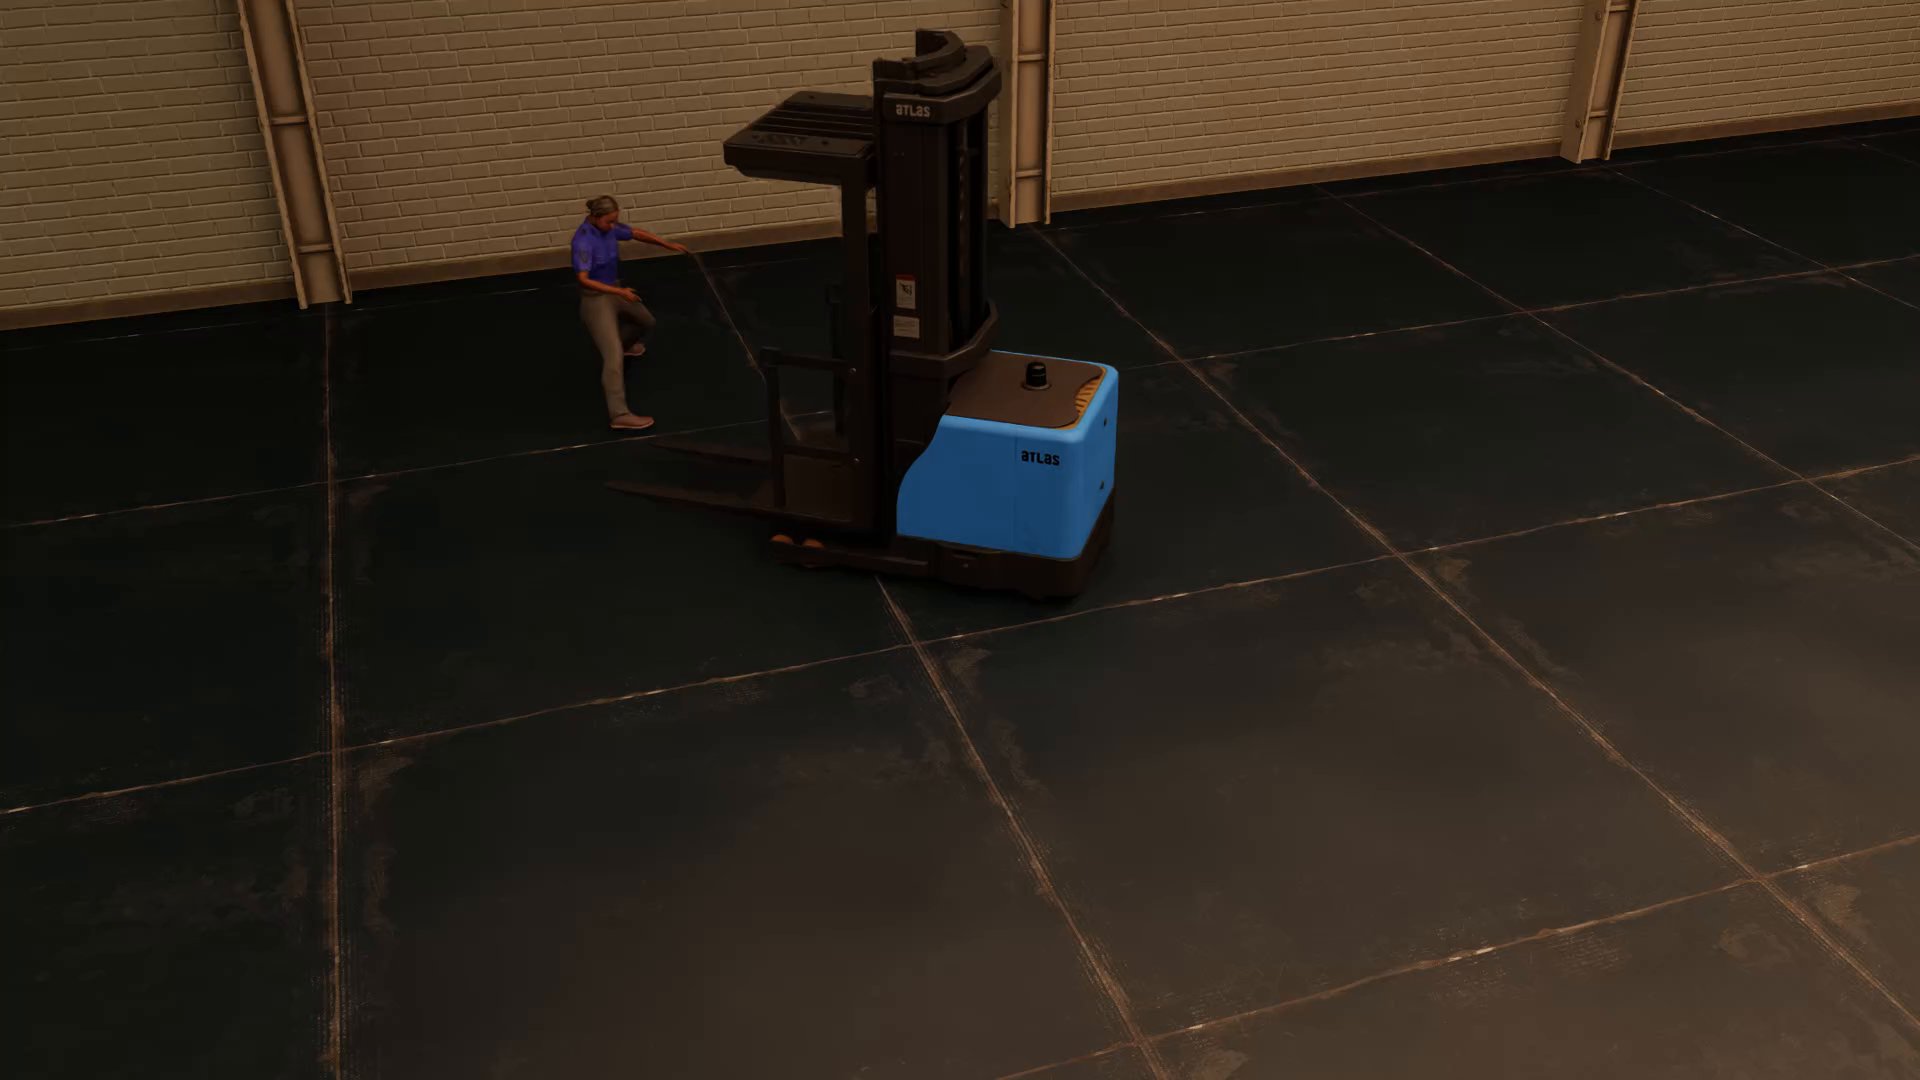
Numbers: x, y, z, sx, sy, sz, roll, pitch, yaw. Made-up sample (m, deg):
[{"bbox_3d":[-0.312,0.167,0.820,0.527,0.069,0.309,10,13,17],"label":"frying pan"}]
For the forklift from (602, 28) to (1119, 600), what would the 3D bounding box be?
[{"bbox_3d":[-0.643,-1.346,9.426,3.031,2.935,1.130,9,31,15],"label":"forklift"}]

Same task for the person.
[{"bbox_3d":[-2.318,-1.694,11.515,0.796,1.447,1.253,9,31,16],"label":"person"}]
